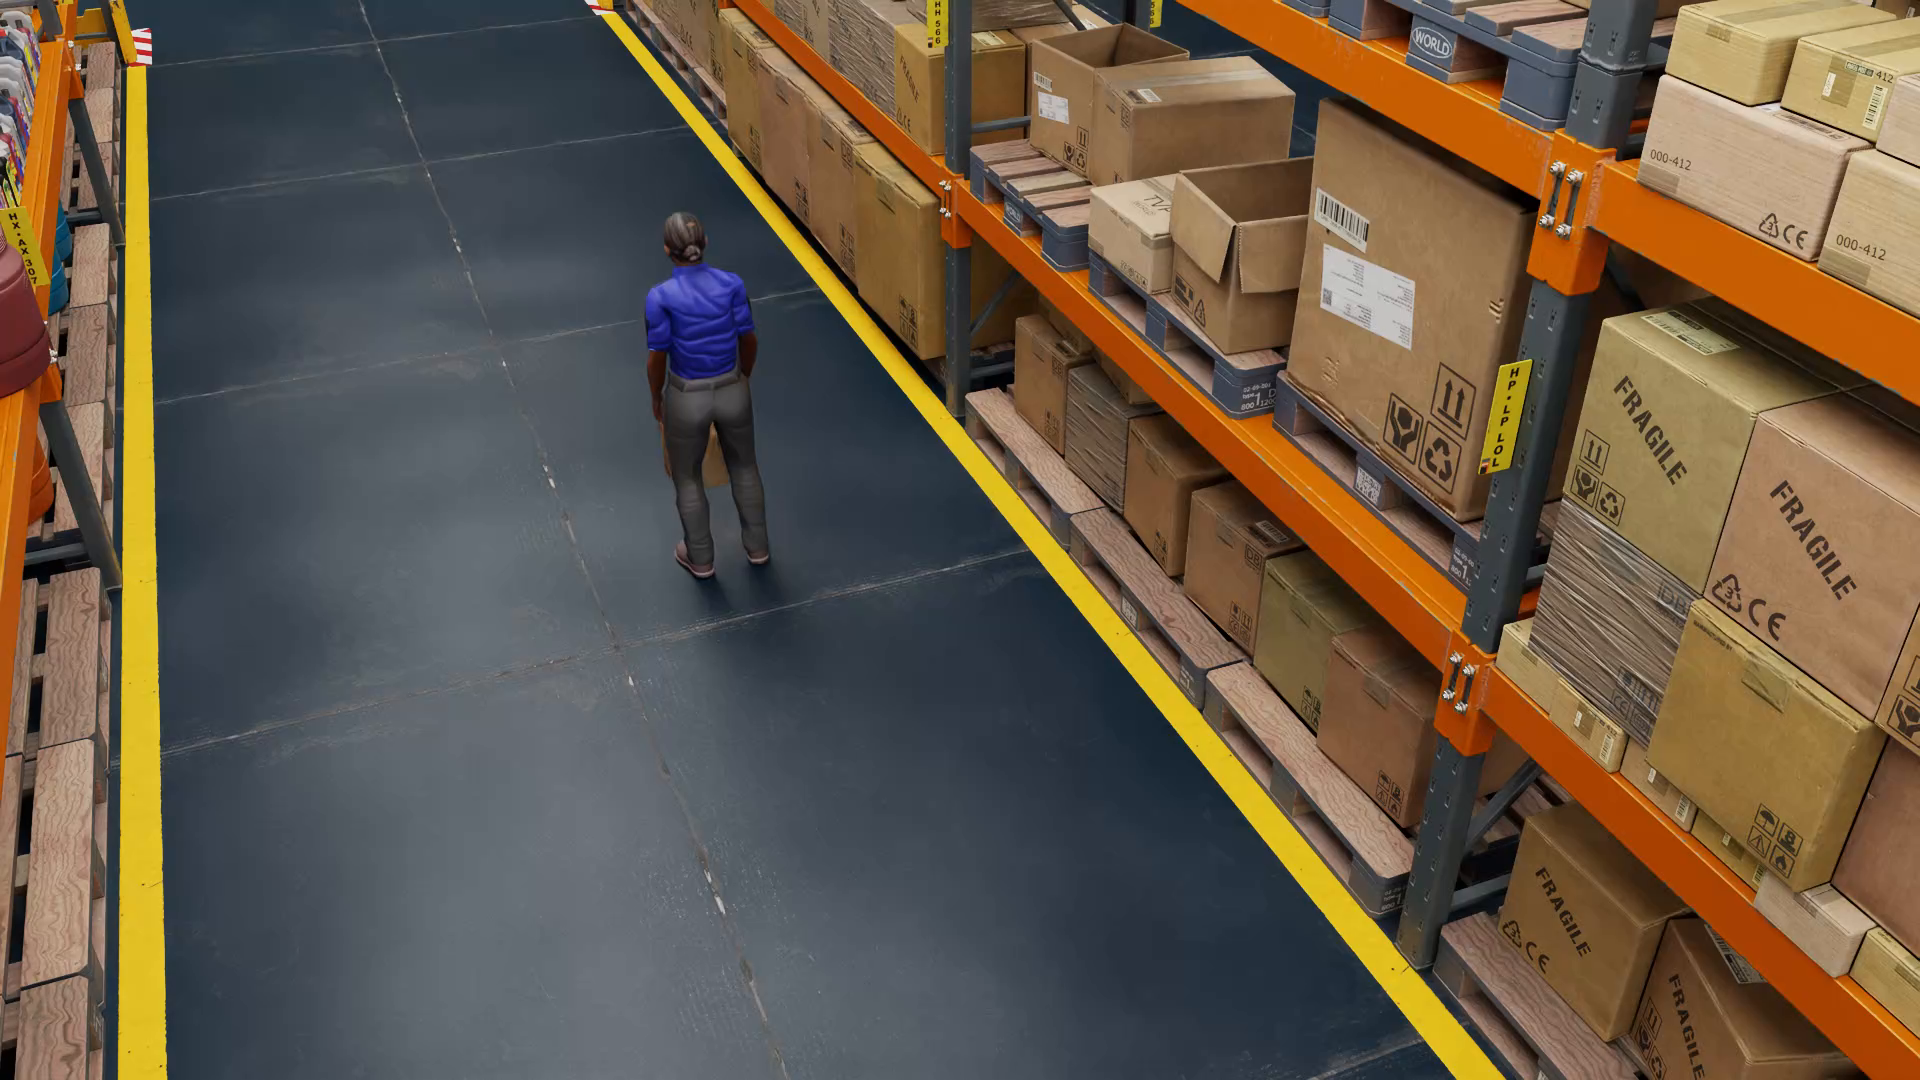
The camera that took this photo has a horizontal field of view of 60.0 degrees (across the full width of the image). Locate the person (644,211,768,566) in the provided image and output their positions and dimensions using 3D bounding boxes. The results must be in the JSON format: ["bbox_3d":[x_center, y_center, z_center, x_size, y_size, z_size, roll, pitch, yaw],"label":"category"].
[{"bbox_3d":[-1.074,-0.620,7.008,0.478,1.588,0.322,-14,36,-20],"label":"person"}]
